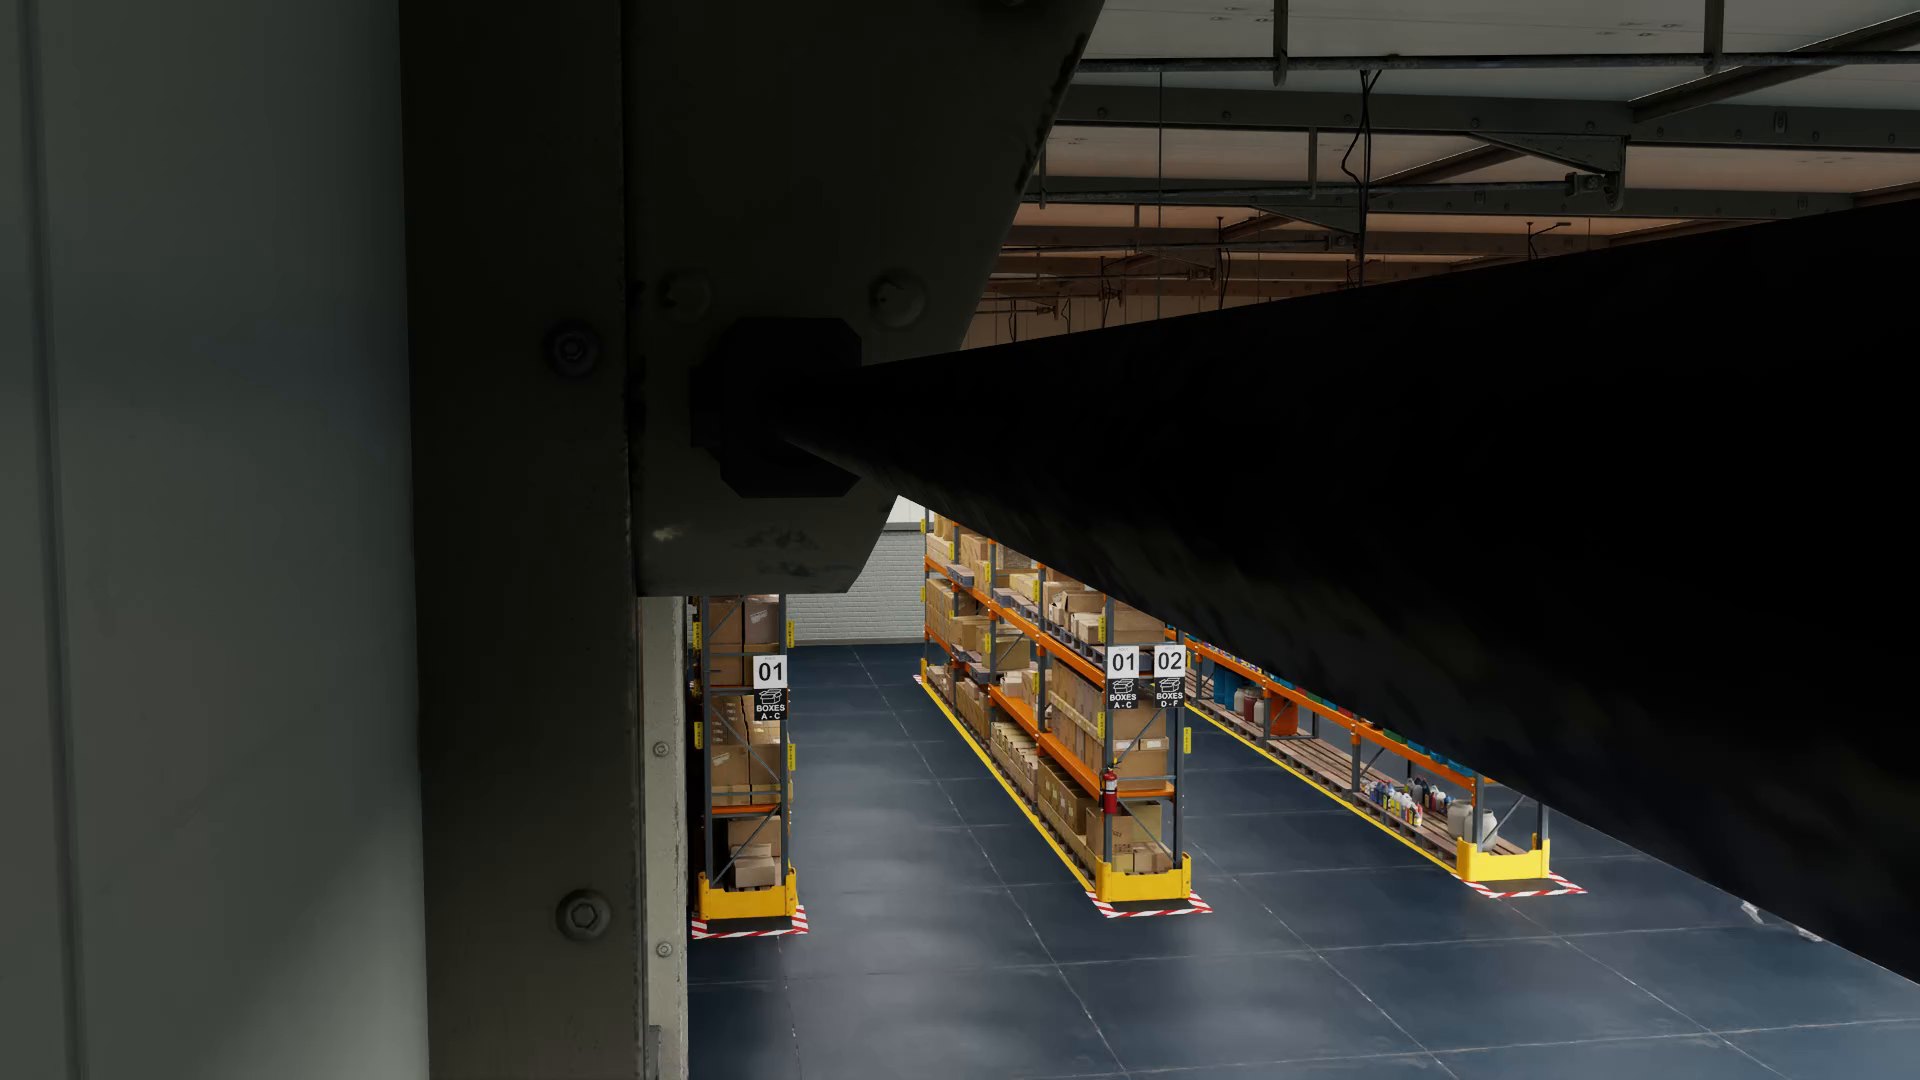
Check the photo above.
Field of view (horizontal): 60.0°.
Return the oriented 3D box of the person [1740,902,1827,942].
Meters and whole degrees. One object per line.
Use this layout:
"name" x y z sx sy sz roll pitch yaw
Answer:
"person" 9.638 3.730 19.402 0.923 1.796 0.638 3 6 27
